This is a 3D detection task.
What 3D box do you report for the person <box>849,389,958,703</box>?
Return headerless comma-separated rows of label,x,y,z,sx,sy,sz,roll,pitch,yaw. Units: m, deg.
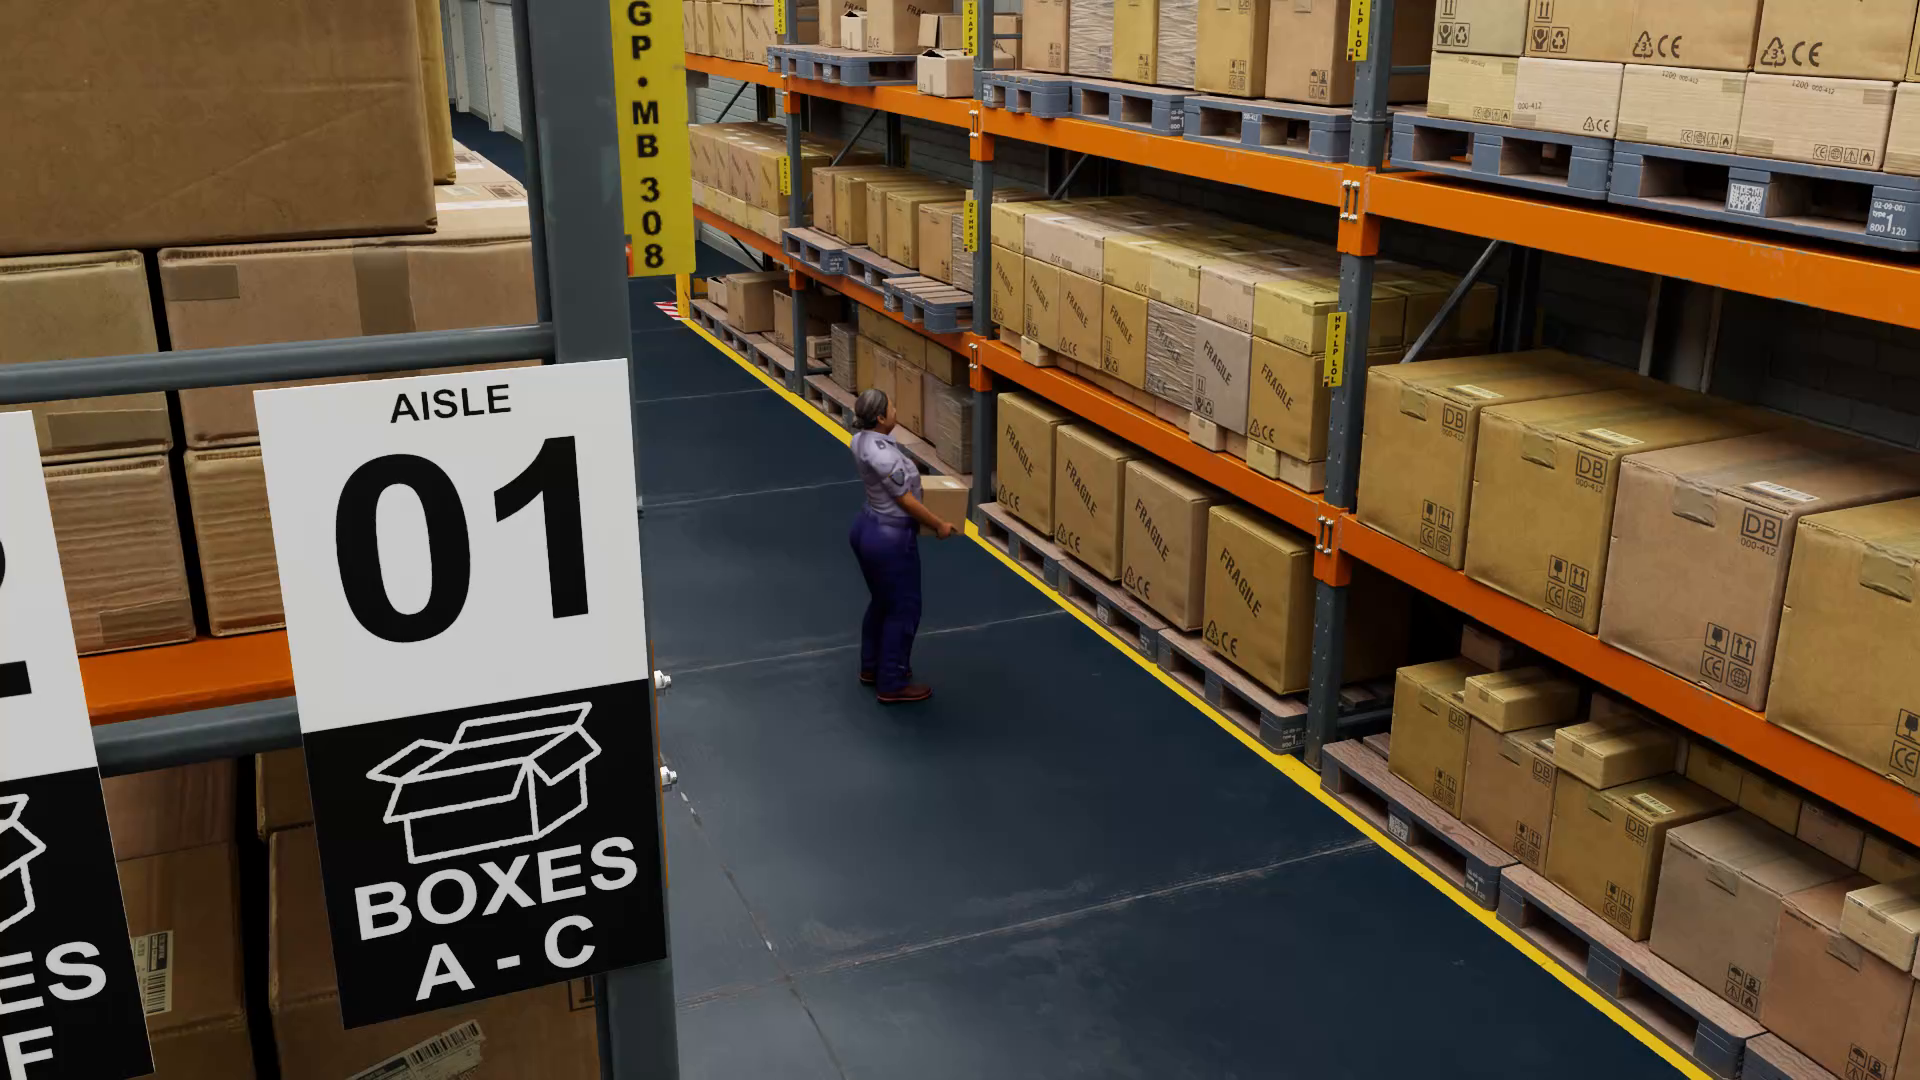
person,-0.300,0.013,8.586,0.518,1.624,0.453,-8,20,-21
